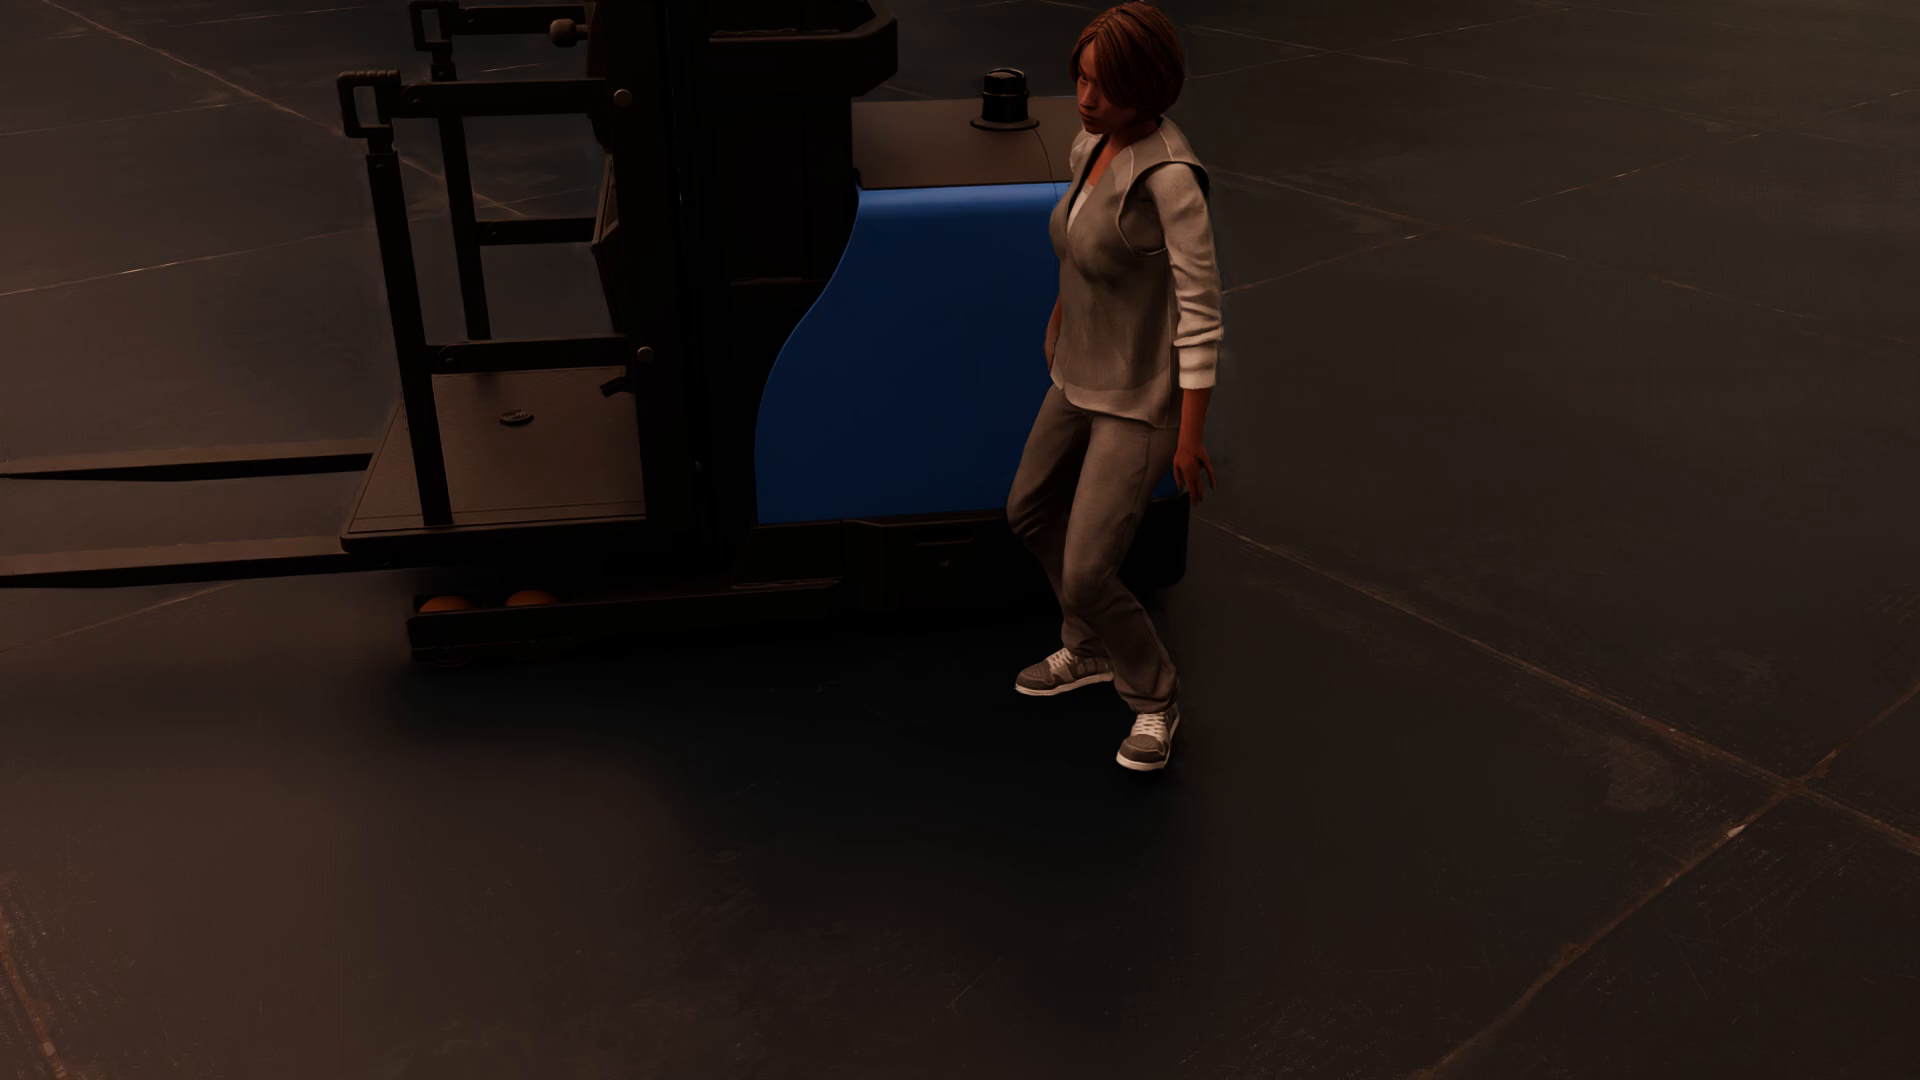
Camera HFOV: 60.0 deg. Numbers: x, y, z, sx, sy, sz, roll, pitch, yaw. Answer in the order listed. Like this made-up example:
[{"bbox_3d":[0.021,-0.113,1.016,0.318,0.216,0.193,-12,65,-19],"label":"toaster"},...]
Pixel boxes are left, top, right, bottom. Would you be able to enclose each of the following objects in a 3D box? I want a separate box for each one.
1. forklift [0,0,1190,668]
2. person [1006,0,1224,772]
[{"bbox_3d":[-0.995,-1.265,3.753,3.031,2.935,1.130,-4,27,-8],"label":"forklift"},{"bbox_3d":[0.299,-0.304,3.400,0.342,1.554,0.647,-7,27,-14],"label":"person"}]
